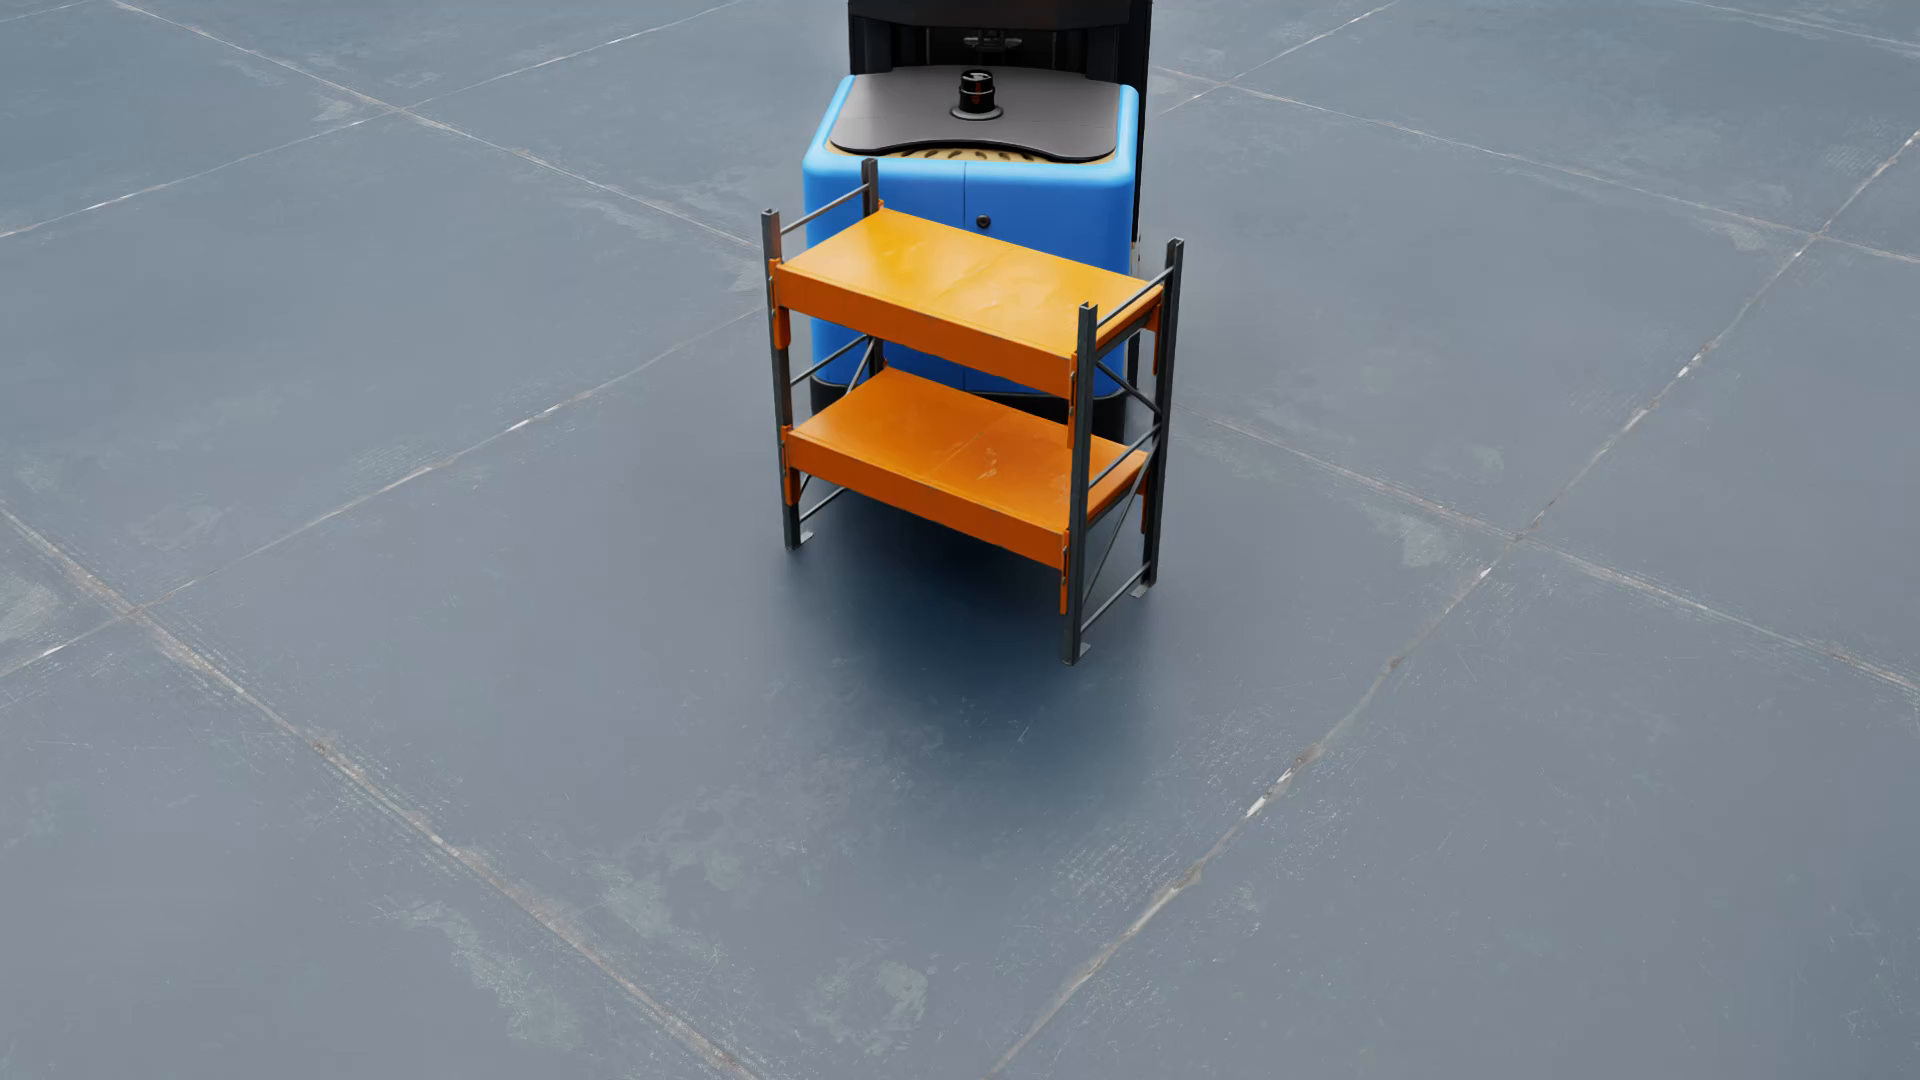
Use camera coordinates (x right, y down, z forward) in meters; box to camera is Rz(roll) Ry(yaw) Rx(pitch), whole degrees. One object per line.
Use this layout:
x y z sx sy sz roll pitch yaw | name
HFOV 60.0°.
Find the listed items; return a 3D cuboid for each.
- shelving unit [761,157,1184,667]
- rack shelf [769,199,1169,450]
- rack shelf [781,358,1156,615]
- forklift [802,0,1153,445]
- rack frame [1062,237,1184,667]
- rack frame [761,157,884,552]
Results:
0.025 -0.386 4.818 1.048 1.125 0.538 21 40 28 | shelving unit
0.025 -0.627 4.653 1.000 0.278 0.538 21 40 28 | rack shelf
0.025 -0.184 4.957 1.000 0.278 0.538 21 40 28 | rack shelf
0.168 -2.283 5.985 1.130 2.935 3.031 3 35 5 | forklift
0.445 -0.224 4.583 0.032 1.125 0.500 21 40 28 | rack frame
-0.395 -0.548 5.054 0.032 1.125 0.500 21 40 28 | rack frame
